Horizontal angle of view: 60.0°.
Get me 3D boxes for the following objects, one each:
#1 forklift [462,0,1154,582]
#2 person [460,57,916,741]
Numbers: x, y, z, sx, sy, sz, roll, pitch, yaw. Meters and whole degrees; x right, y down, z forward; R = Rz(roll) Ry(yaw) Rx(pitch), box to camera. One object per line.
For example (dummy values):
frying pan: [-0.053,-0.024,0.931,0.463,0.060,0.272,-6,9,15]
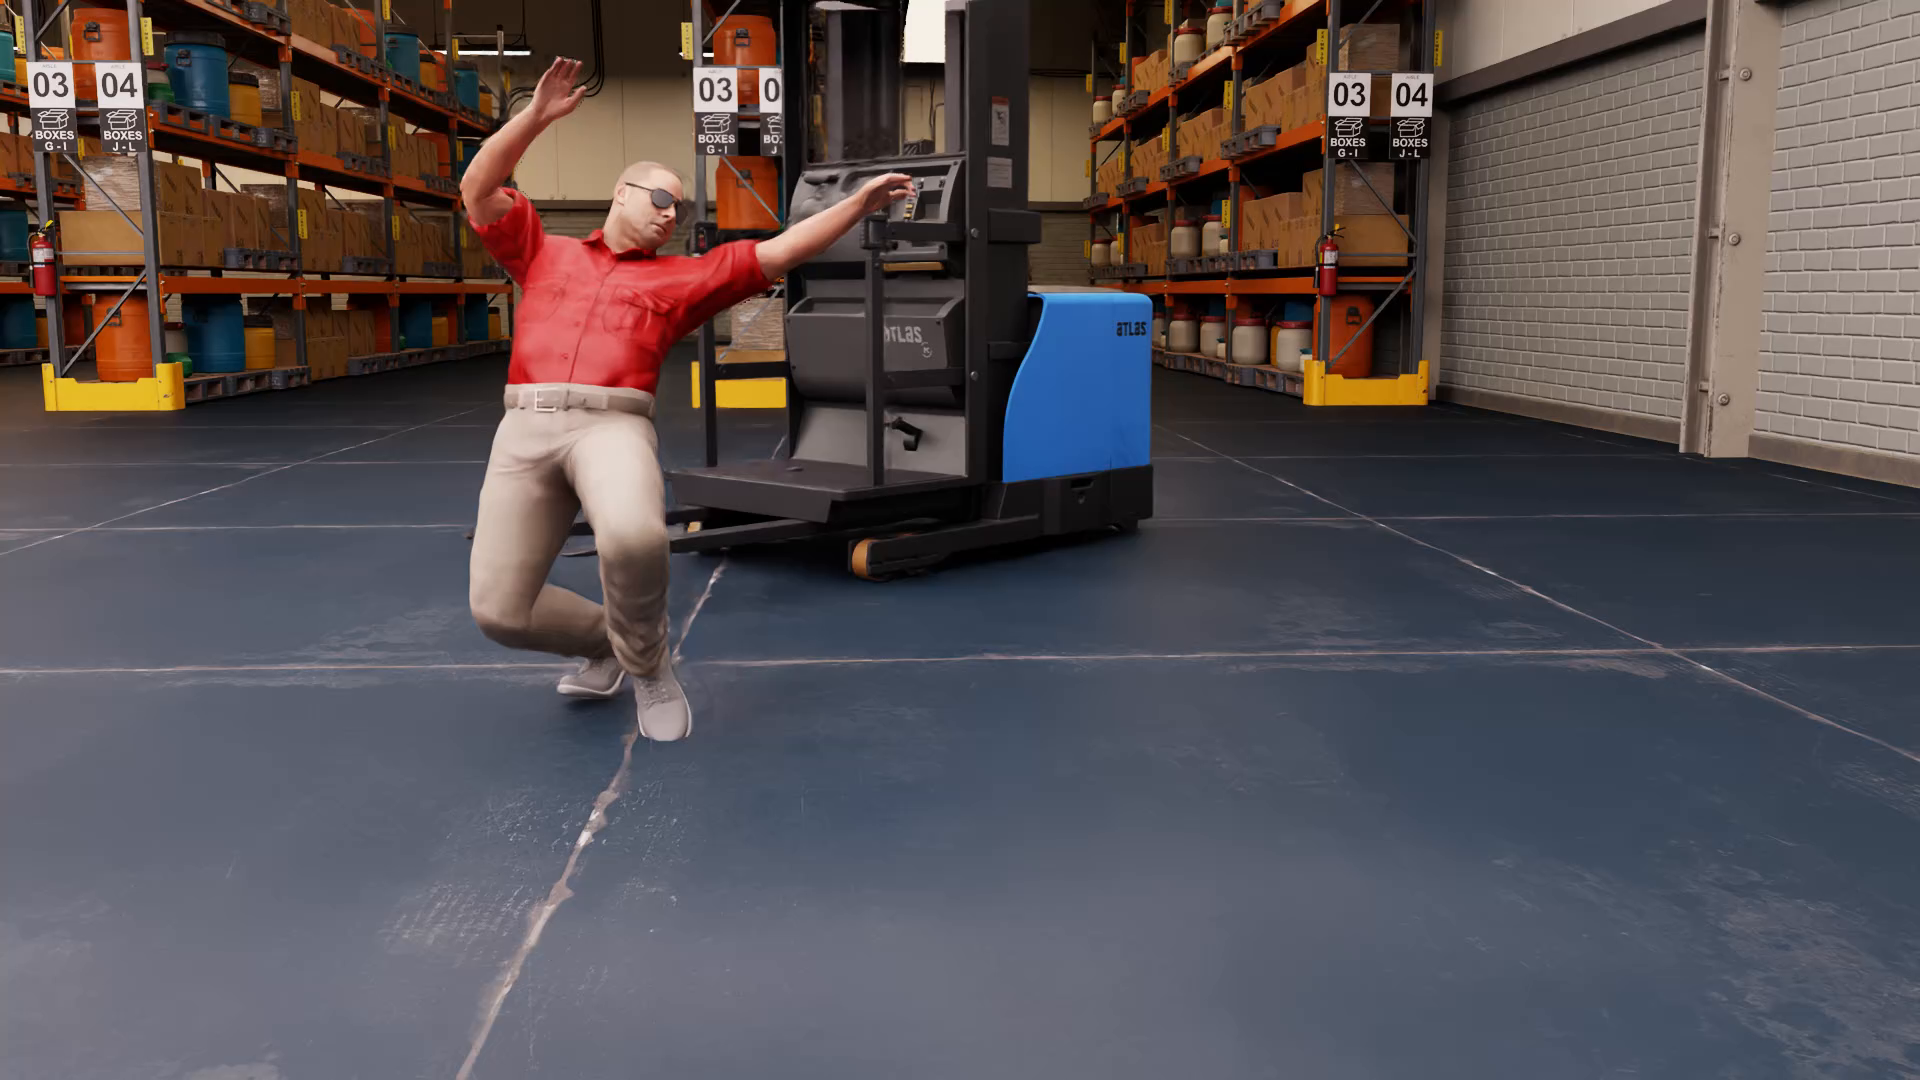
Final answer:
forklift: [-0.498,-1.376,6.597,1.130,2.935,3.031,8,11,42]
person: [-0.693,-0.322,4.096,1.114,1.666,0.816,1,9,9]
